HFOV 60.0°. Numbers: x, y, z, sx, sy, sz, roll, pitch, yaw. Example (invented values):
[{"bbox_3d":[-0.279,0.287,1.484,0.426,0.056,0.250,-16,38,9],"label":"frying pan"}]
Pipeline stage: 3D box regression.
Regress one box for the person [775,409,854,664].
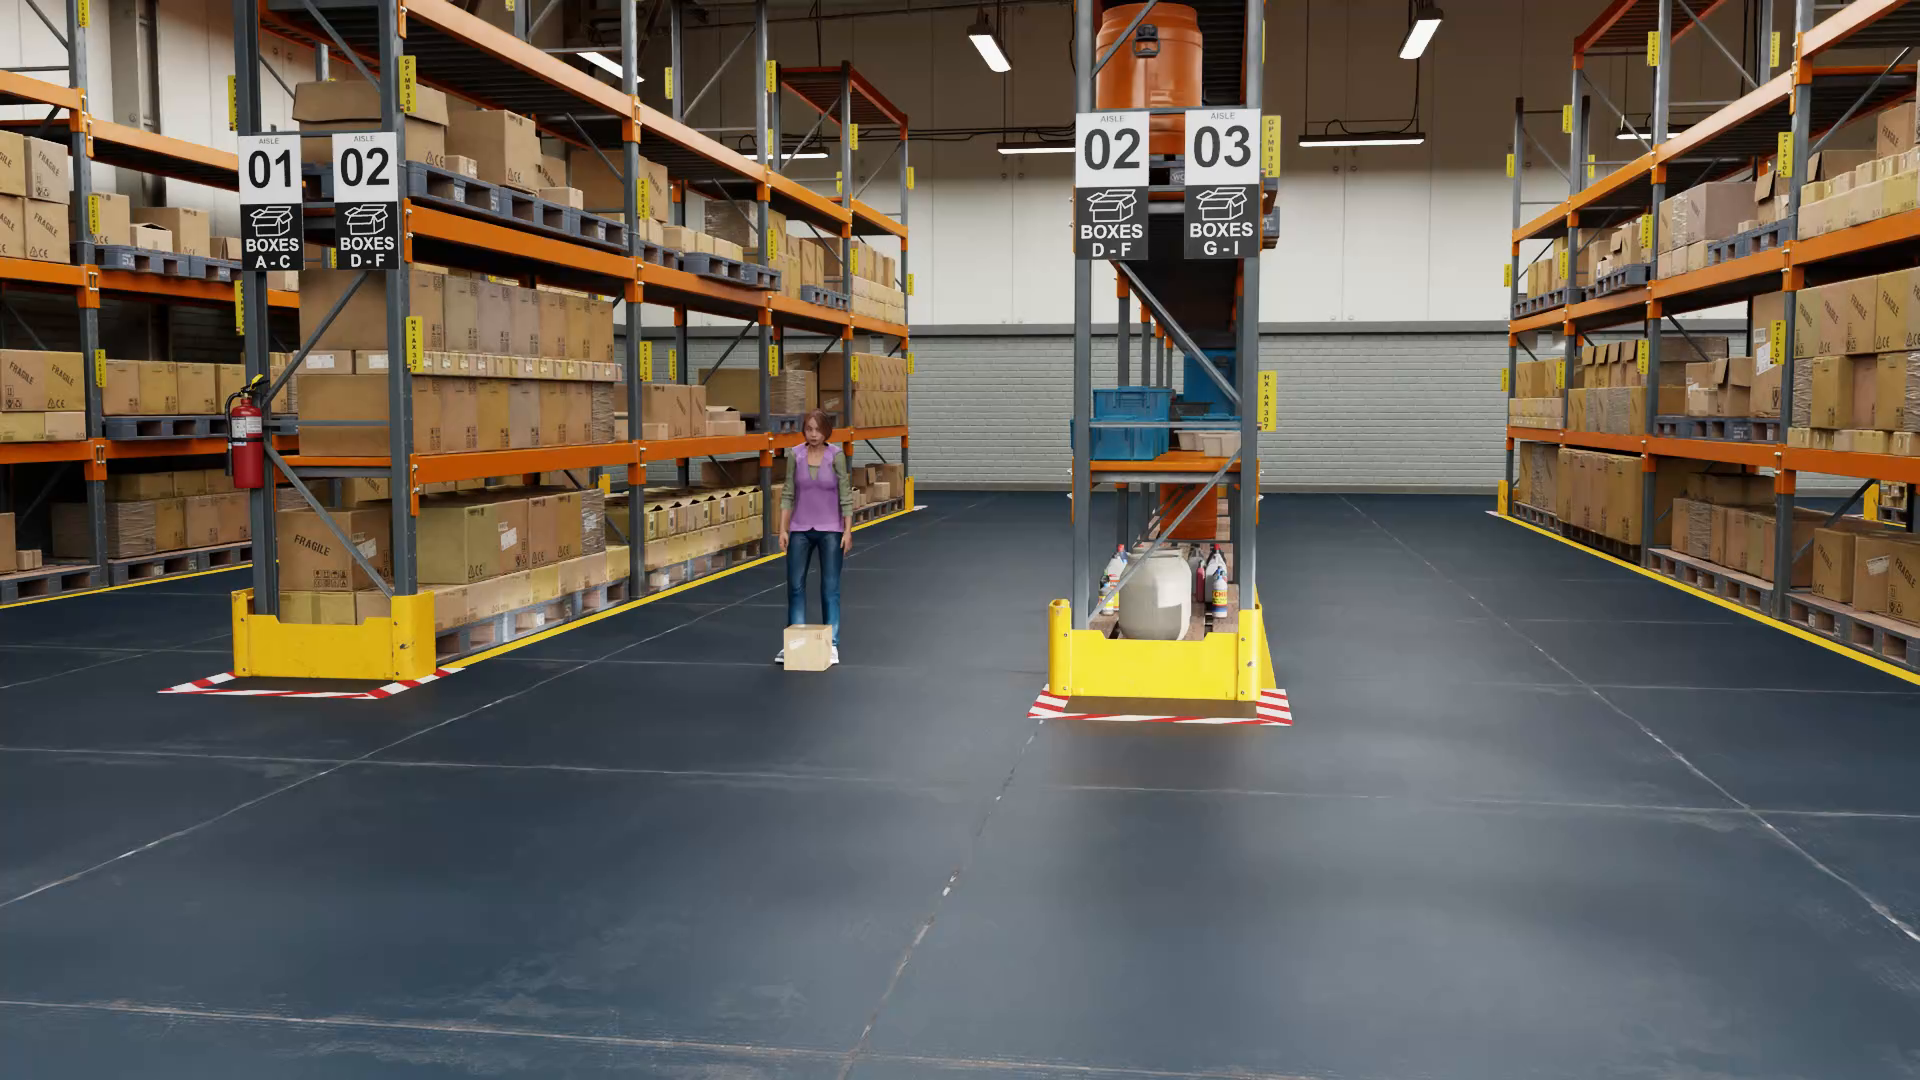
[{"bbox_3d":[-0.907,-0.026,10.440,0.483,1.594,0.340,0,5,6],"label":"person"}]
